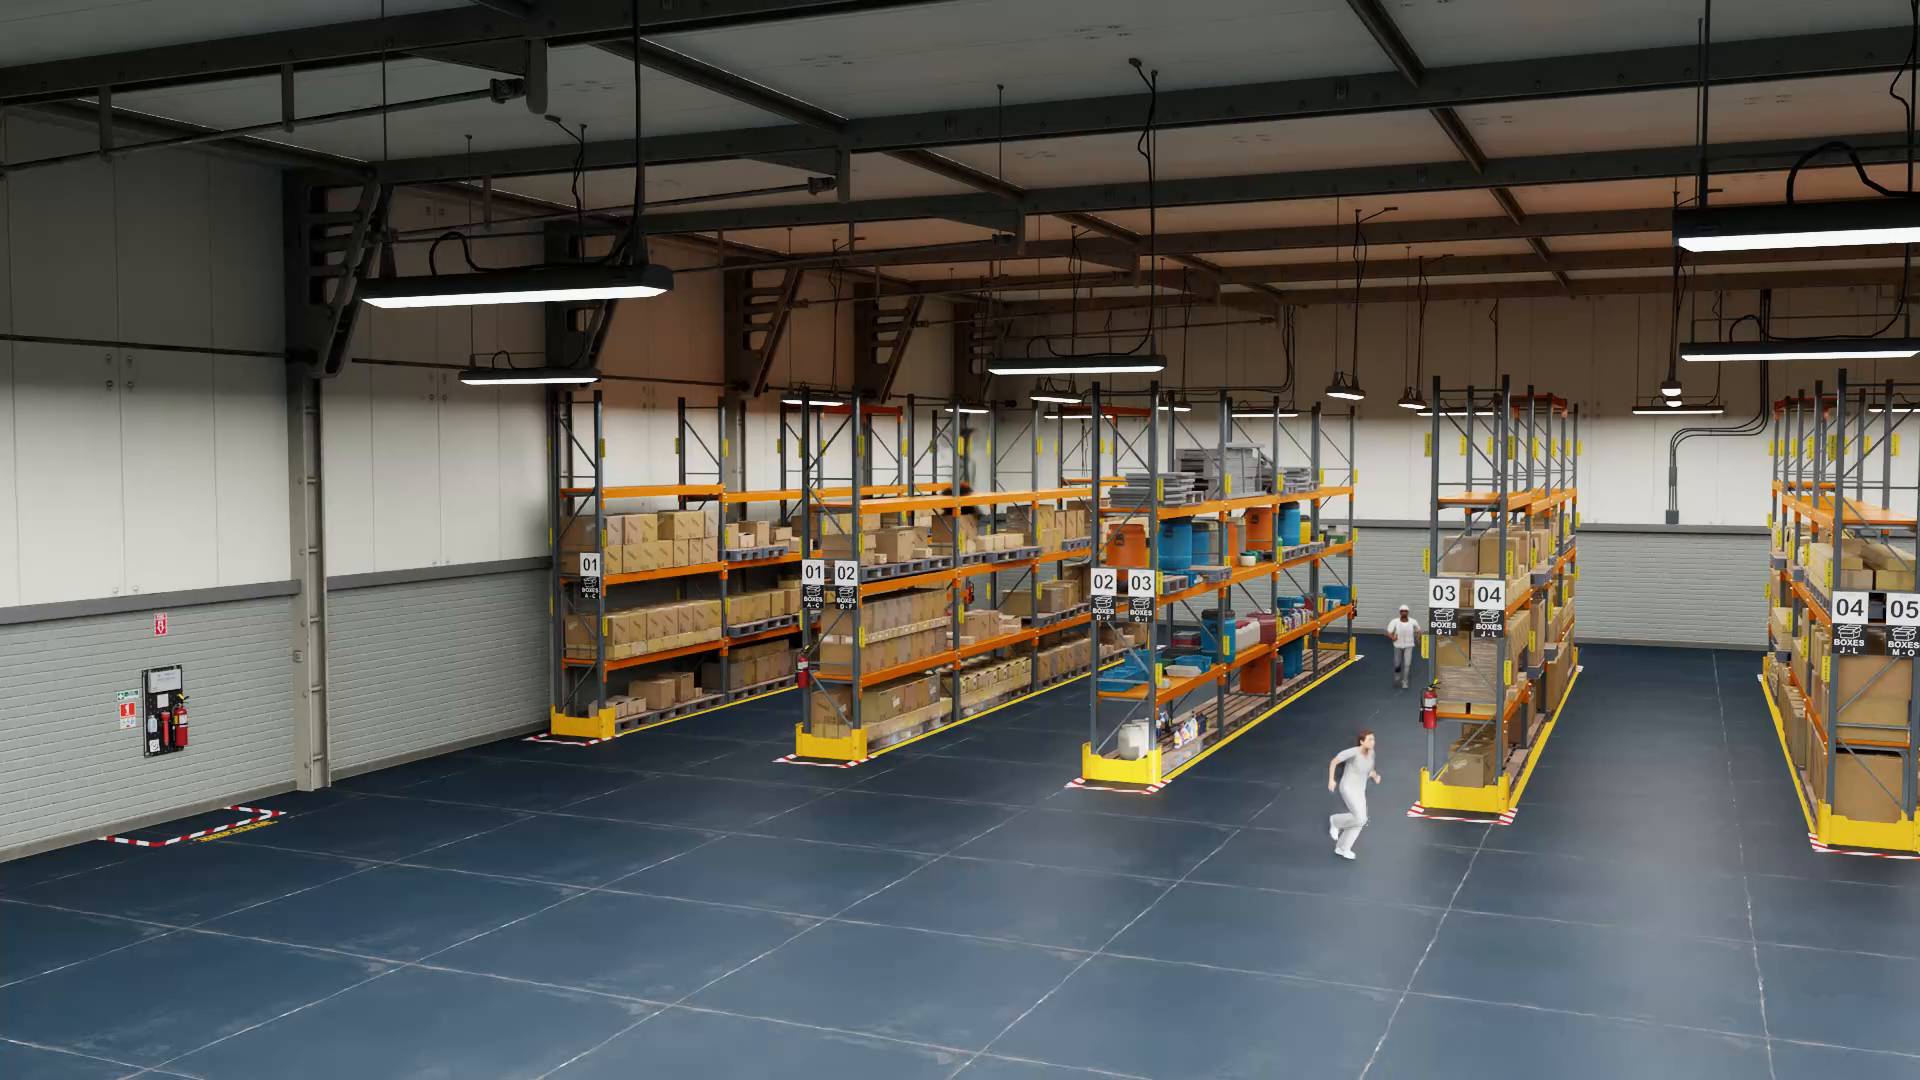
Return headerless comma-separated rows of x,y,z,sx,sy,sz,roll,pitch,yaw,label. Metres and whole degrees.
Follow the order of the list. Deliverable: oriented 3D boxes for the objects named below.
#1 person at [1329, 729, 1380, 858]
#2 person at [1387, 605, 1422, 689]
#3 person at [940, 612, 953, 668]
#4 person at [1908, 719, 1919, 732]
4.831,3.094,20.339,0.553,1.597,0.688,-3,4,-40,person
9.276,2.221,34.725,0.714,1.733,0.791,1,3,12,person
-0.345,2.199,35.455,0.688,1.757,0.857,1,3,18,person
16.541,2.583,28.939,0.537,1.586,0.881,1,3,16,person
